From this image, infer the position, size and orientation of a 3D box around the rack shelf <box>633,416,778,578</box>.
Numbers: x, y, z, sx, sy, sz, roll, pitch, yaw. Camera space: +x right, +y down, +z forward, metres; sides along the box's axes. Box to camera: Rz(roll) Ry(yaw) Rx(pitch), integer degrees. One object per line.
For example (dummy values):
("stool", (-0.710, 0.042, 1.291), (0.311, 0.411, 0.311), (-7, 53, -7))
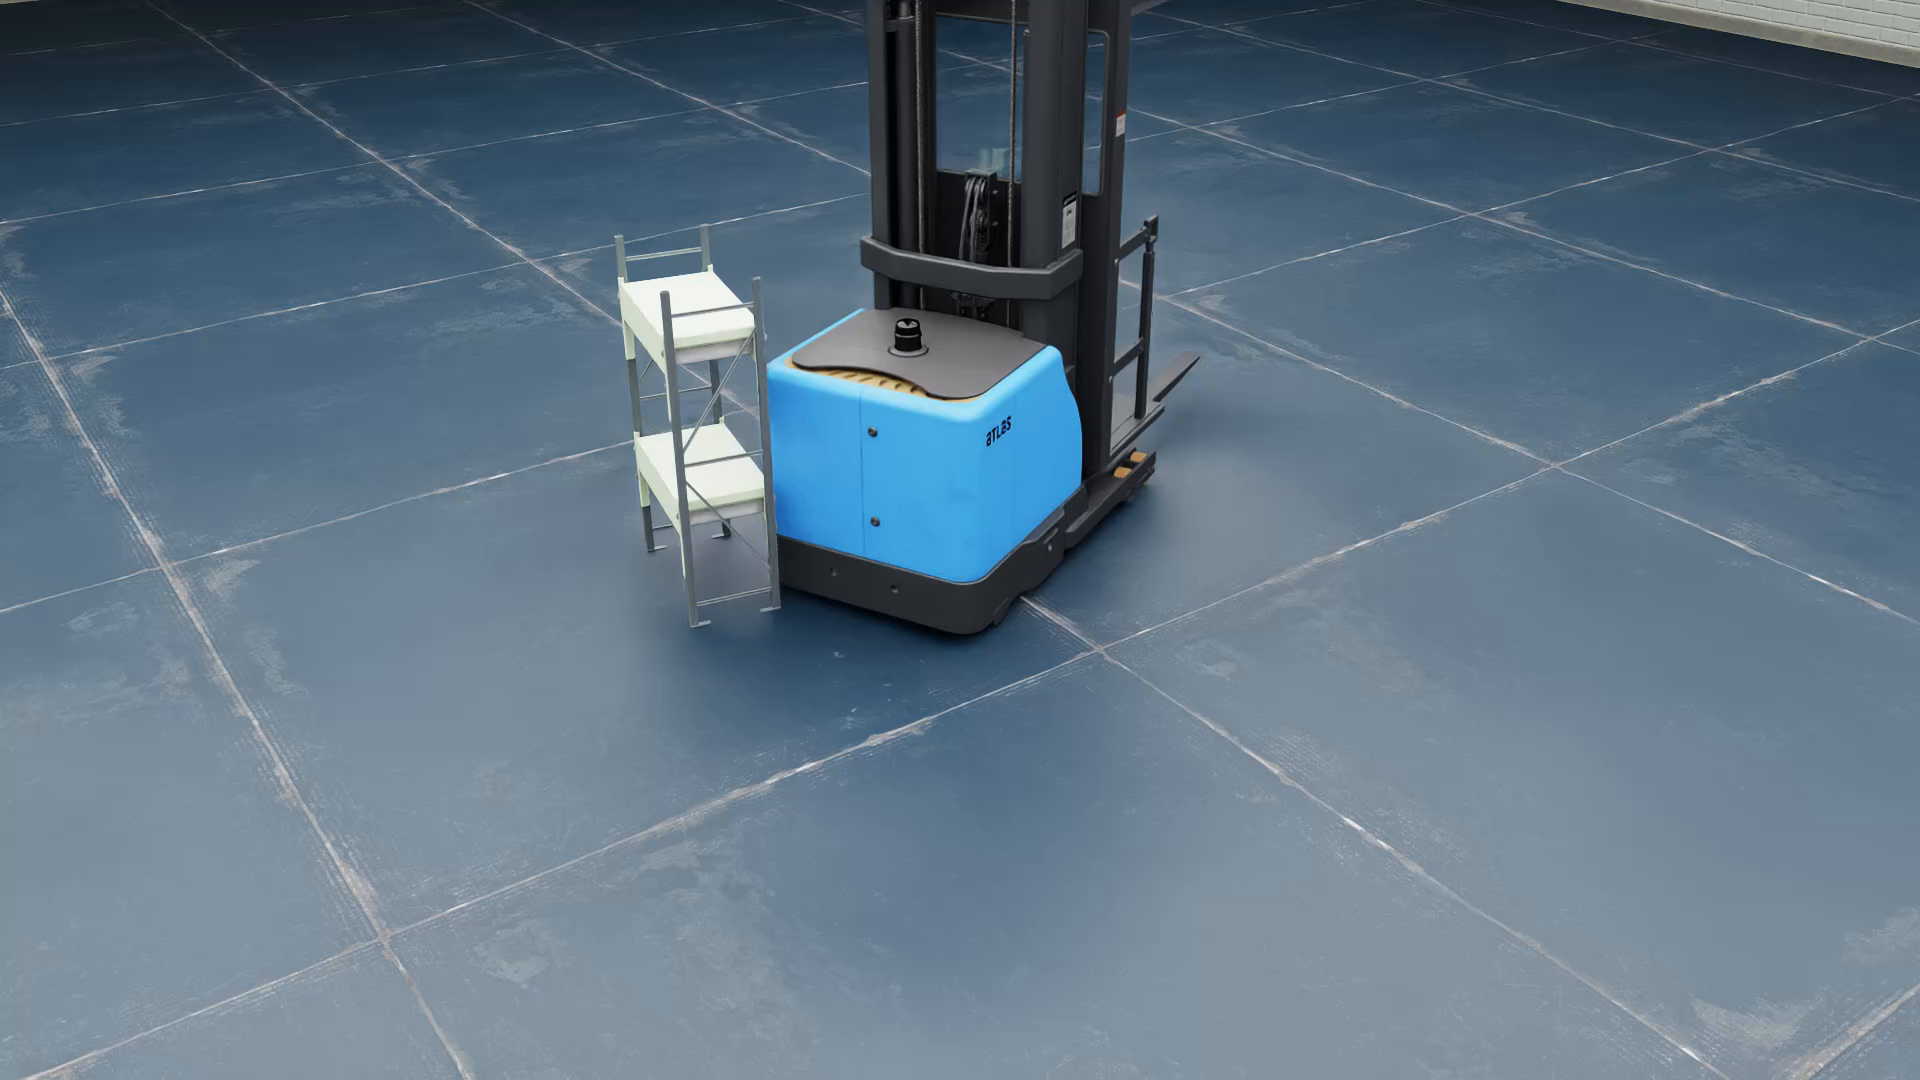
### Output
("rack shelf", (-1.111, -0.200, 7.229), (0.431, 0.370, 0.720), (-12, 31, -21))

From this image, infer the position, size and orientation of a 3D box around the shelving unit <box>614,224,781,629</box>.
("shelving unit", (-1.111, -0.486, 7.073), (0.431, 1.500, 0.755), (-12, 31, -21))

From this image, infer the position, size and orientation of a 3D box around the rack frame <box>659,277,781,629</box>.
("rack frame", (-0.962, -0.326, 6.779), (0.400, 1.500, 0.023), (-12, 31, -21))

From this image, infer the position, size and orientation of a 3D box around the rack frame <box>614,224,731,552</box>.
("rack frame", (-1.259, -0.646, 7.368), (0.400, 1.500, 0.023), (-12, 31, -21))

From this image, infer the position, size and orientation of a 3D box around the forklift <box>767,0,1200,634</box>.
("forklift", (0.316, -1.570, 7.570), (1.130, 2.935, 3.031), (14, 32, 25))

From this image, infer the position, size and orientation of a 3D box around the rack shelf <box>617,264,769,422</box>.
("rack shelf", (-1.111, -0.829, 6.887), (0.431, 0.370, 0.720), (-12, 31, -21))
